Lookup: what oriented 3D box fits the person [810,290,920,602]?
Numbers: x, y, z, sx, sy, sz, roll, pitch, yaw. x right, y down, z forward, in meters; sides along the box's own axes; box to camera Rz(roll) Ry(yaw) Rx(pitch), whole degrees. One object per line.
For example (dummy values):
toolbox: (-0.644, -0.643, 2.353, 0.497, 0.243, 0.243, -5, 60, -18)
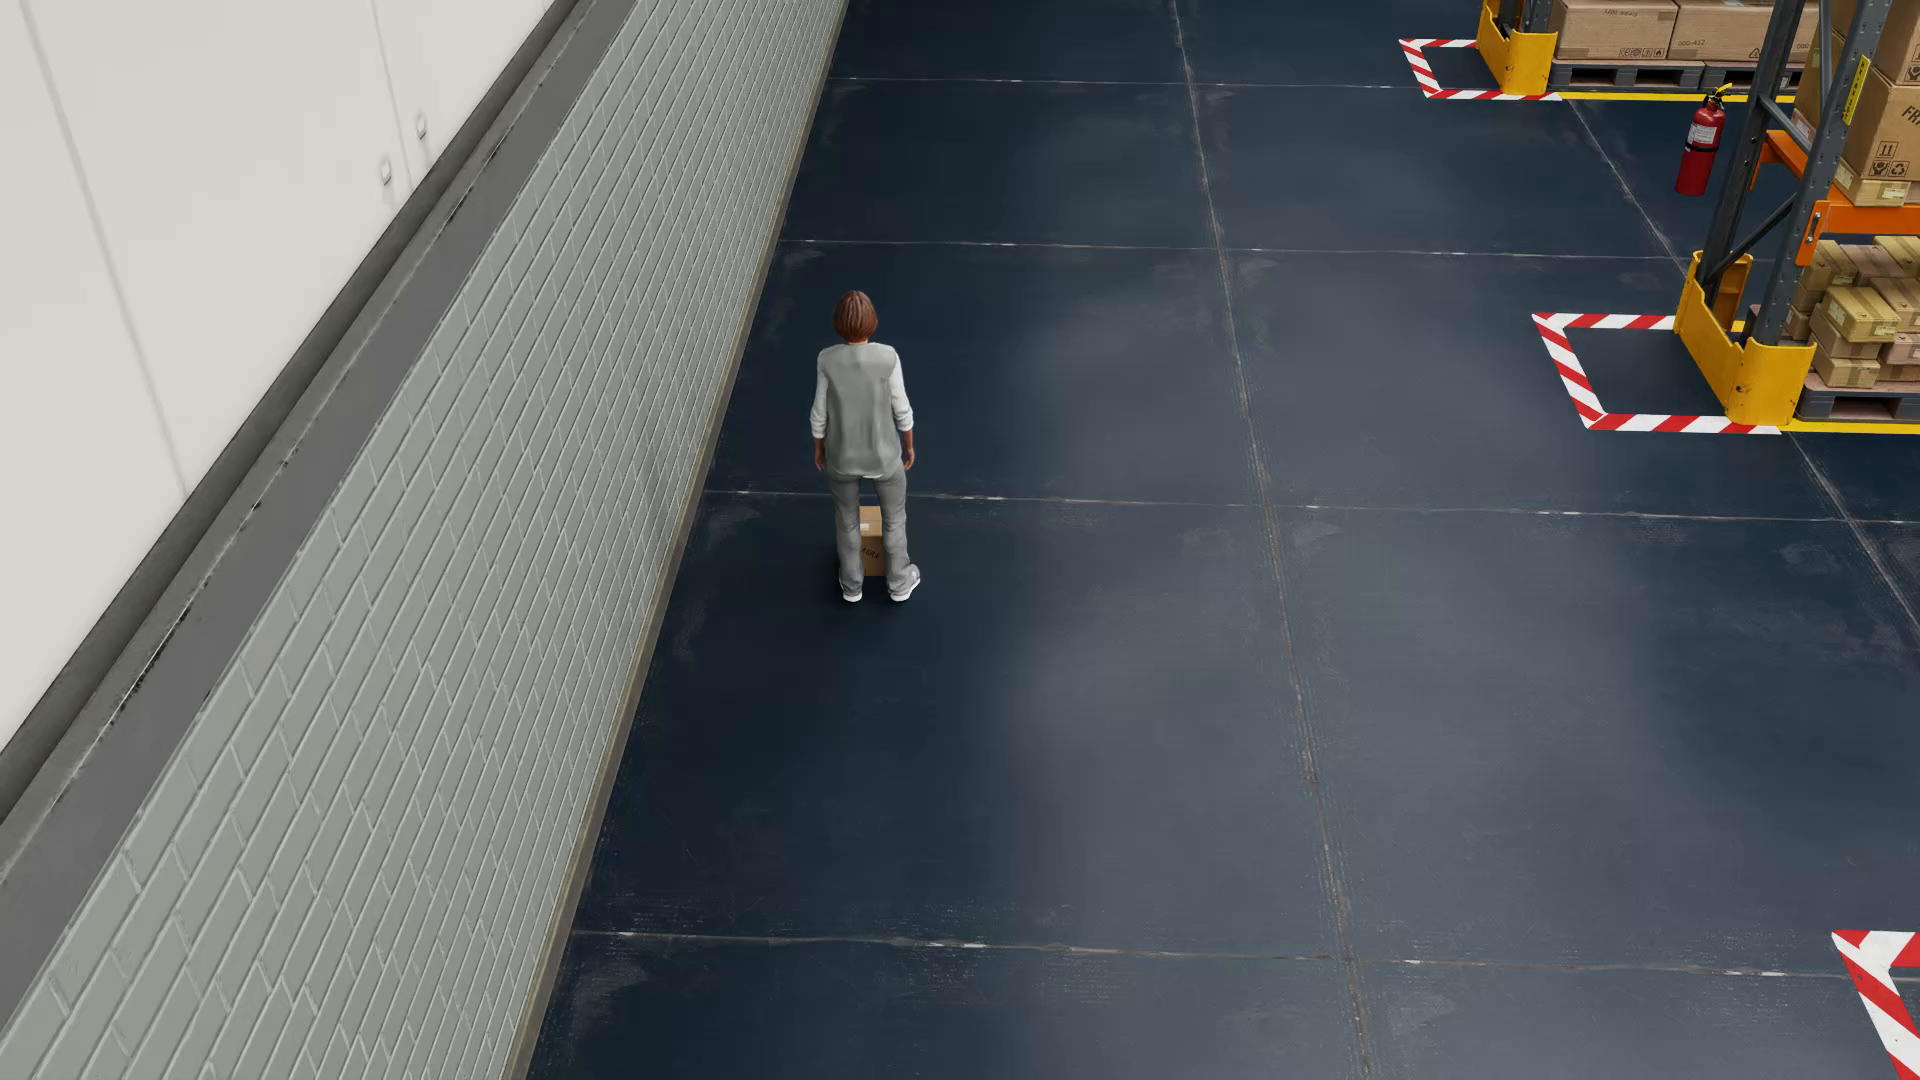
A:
person: (-0.438, -0.394, 7.661, 0.480, 1.593, 0.345, 0, 36, 0)
